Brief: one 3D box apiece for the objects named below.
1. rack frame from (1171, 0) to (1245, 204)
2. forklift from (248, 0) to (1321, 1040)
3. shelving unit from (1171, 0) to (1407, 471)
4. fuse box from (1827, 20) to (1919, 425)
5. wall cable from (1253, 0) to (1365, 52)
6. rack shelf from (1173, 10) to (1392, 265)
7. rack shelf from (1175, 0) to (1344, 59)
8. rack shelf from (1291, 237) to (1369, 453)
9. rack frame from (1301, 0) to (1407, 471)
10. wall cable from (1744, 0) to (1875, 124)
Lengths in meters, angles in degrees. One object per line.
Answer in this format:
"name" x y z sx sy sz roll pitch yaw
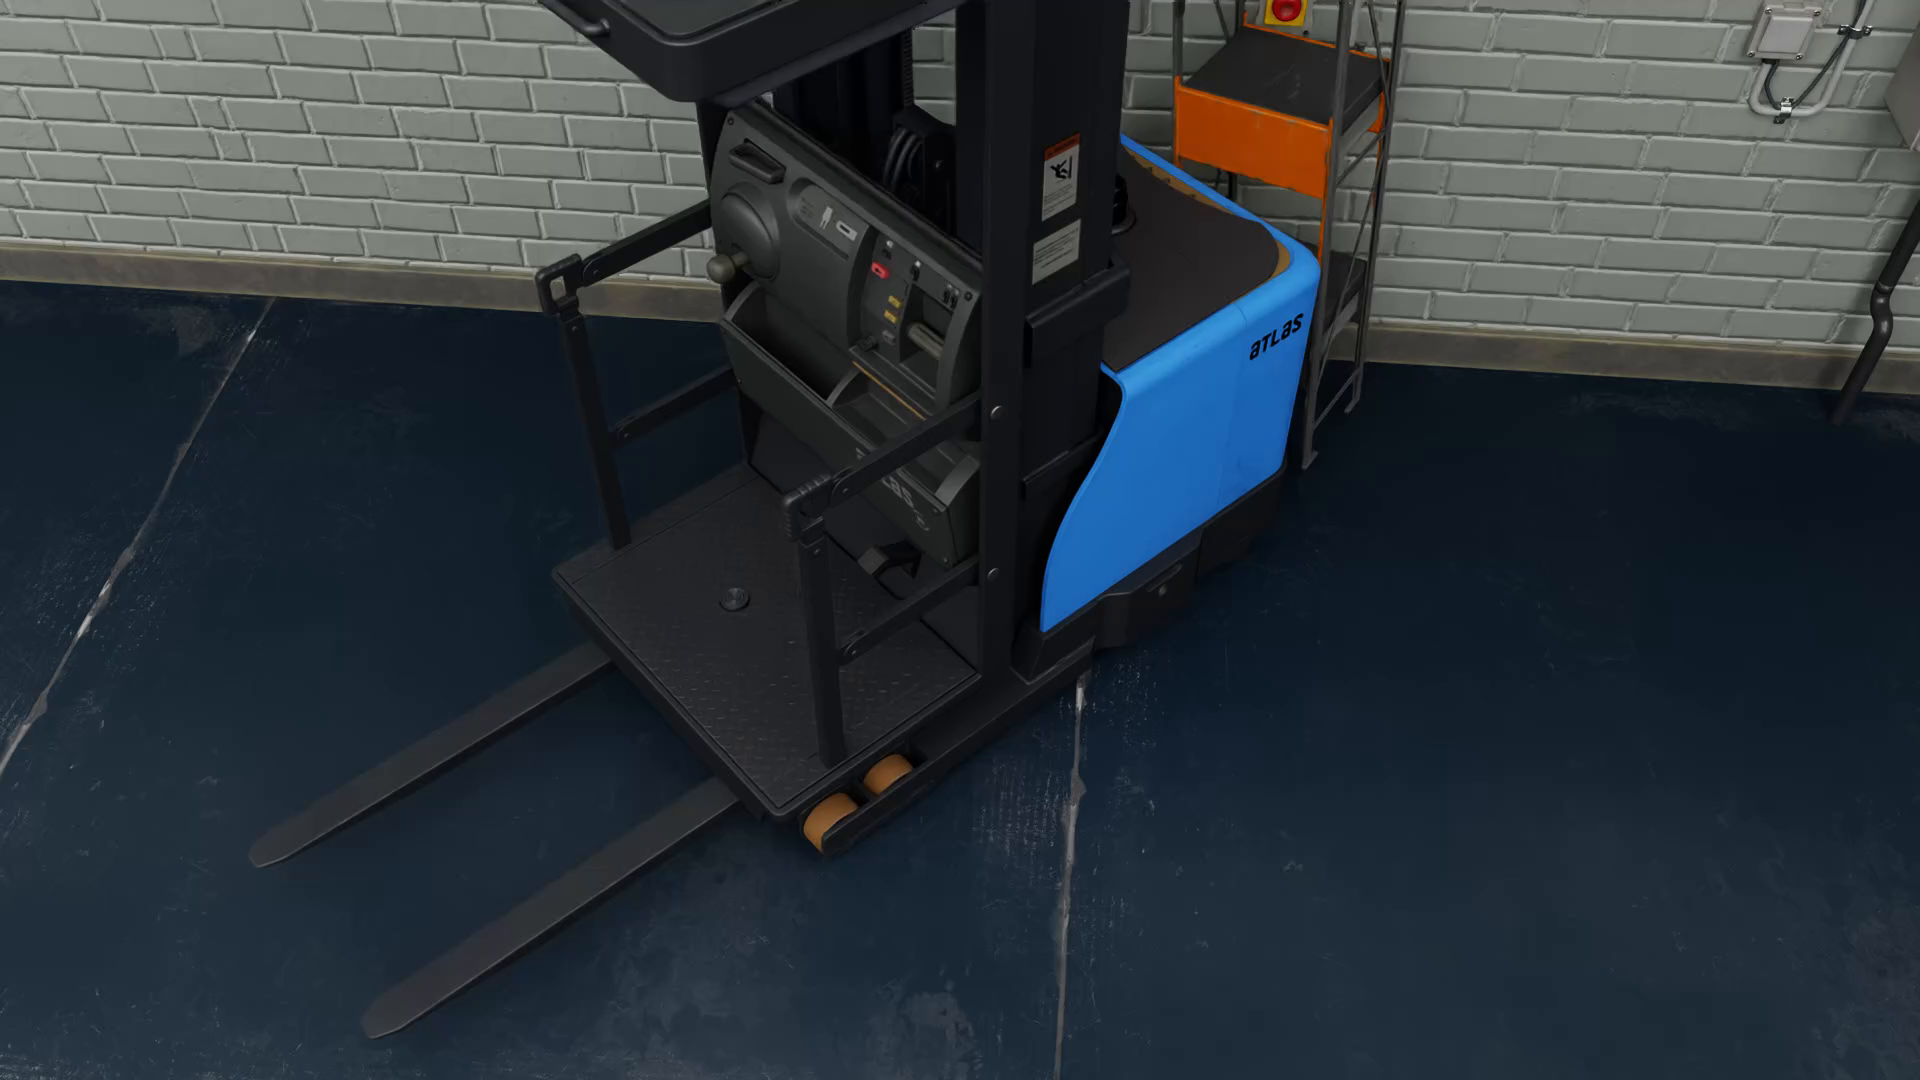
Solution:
"rack frame" 0.733 -1.253 4.931 0.015 2.100 0.400 24 53 26
"forklift" -0.447 -0.588 3.801 3.031 2.935 1.130 -33 55 -26
"shelving unit" 0.933 -1.164 4.823 0.503 2.100 0.431 24 53 26
"fuse box" 2.988 -0.963 4.971 0.539 1.711 0.414 4 48 4
"wall cable" 0.909 -2.000 4.337 0.585 1.953 0.123 4 48 4
"rack shelf" 0.934 -1.155 4.832 0.480 0.518 0.431 24 53 26
"rack shelf" 0.876 -1.638 4.329 0.480 0.518 0.431 24 53 26
"rack shelf" 0.993 -0.672 5.336 0.480 0.518 0.431 24 53 26
"rack frame" 1.133 -1.076 4.714 0.015 2.100 0.400 24 53 26
"wall cable" 2.322 -1.903 4.269 0.588 1.984 0.122 4 48 4
